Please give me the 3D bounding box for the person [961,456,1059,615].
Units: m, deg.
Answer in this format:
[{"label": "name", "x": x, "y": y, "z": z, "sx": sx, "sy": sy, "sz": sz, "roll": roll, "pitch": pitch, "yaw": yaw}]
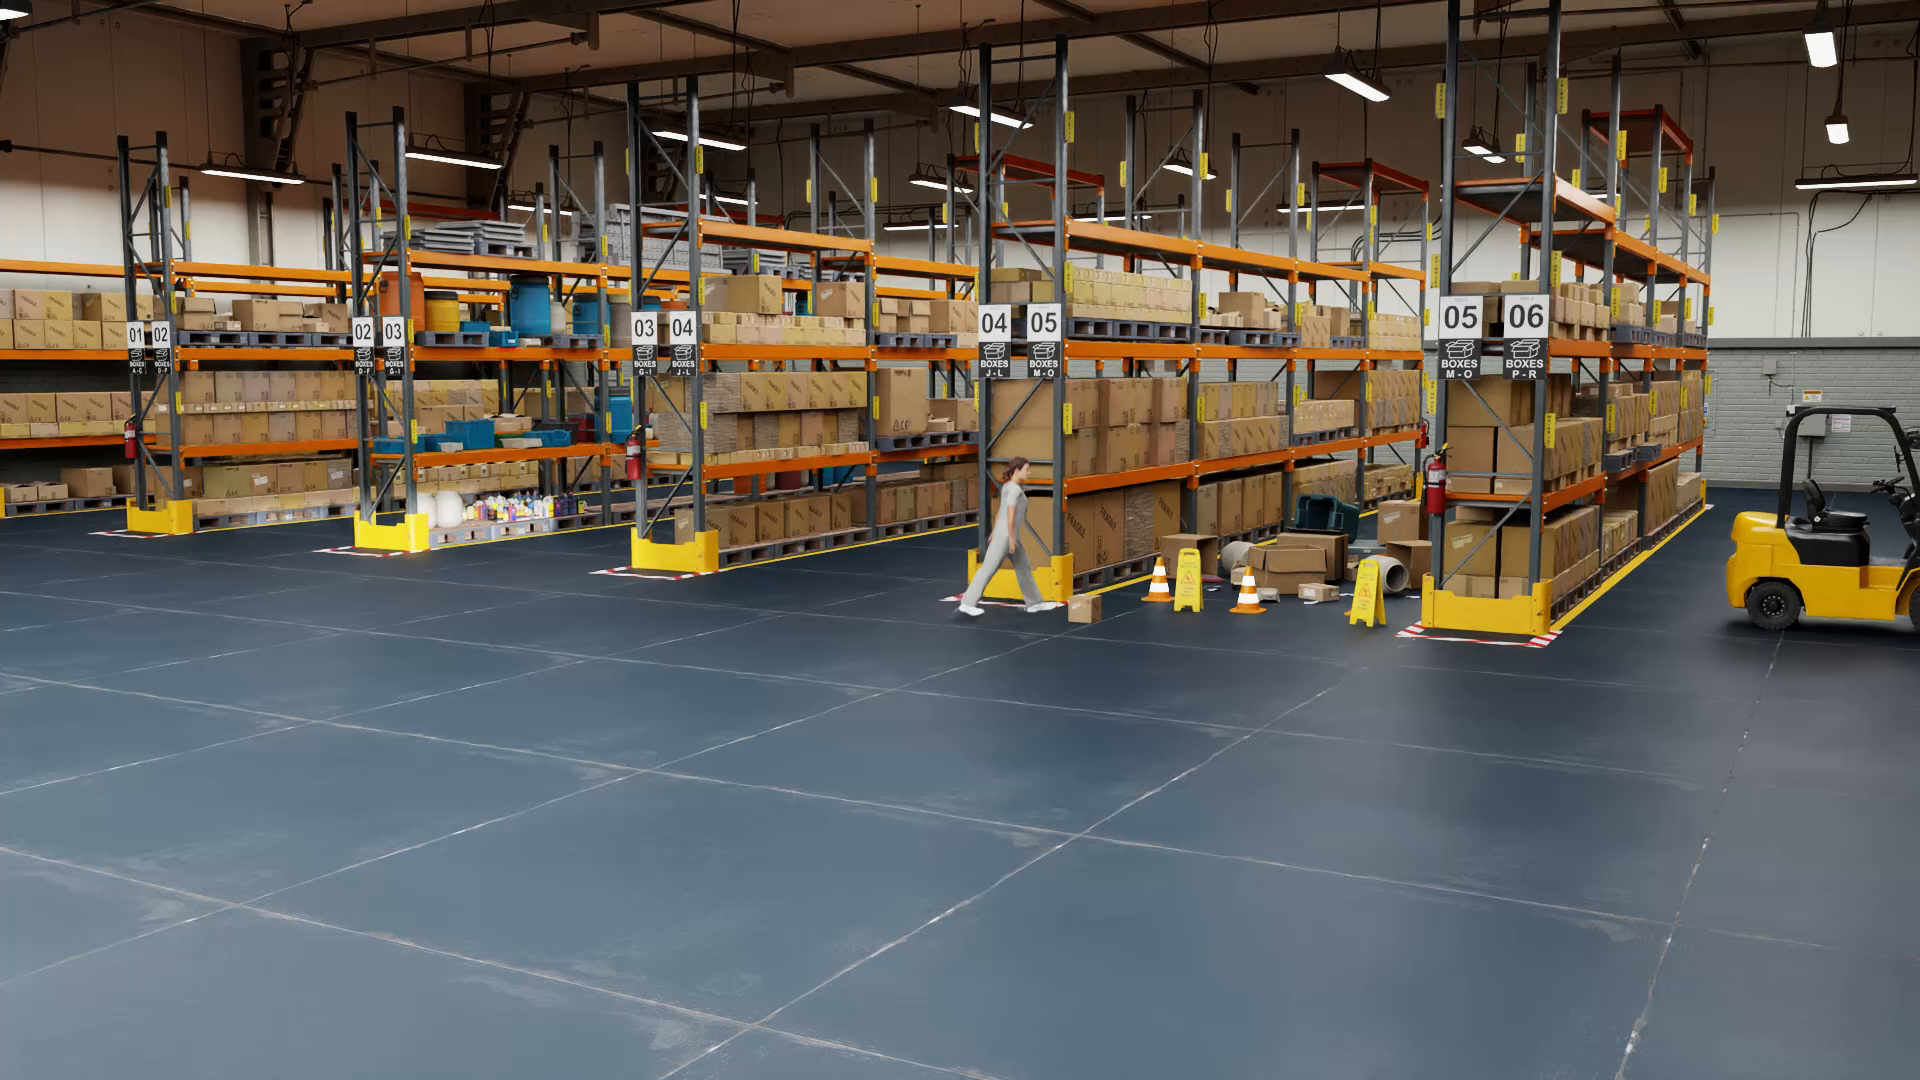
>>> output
[{"label": "person", "x": 0.517, "y": -0.038, "z": 16.827, "sx": 1.015, "sy": 1.612, "sz": 0.575, "roll": 0, "pitch": 6, "yaw": -1}]
